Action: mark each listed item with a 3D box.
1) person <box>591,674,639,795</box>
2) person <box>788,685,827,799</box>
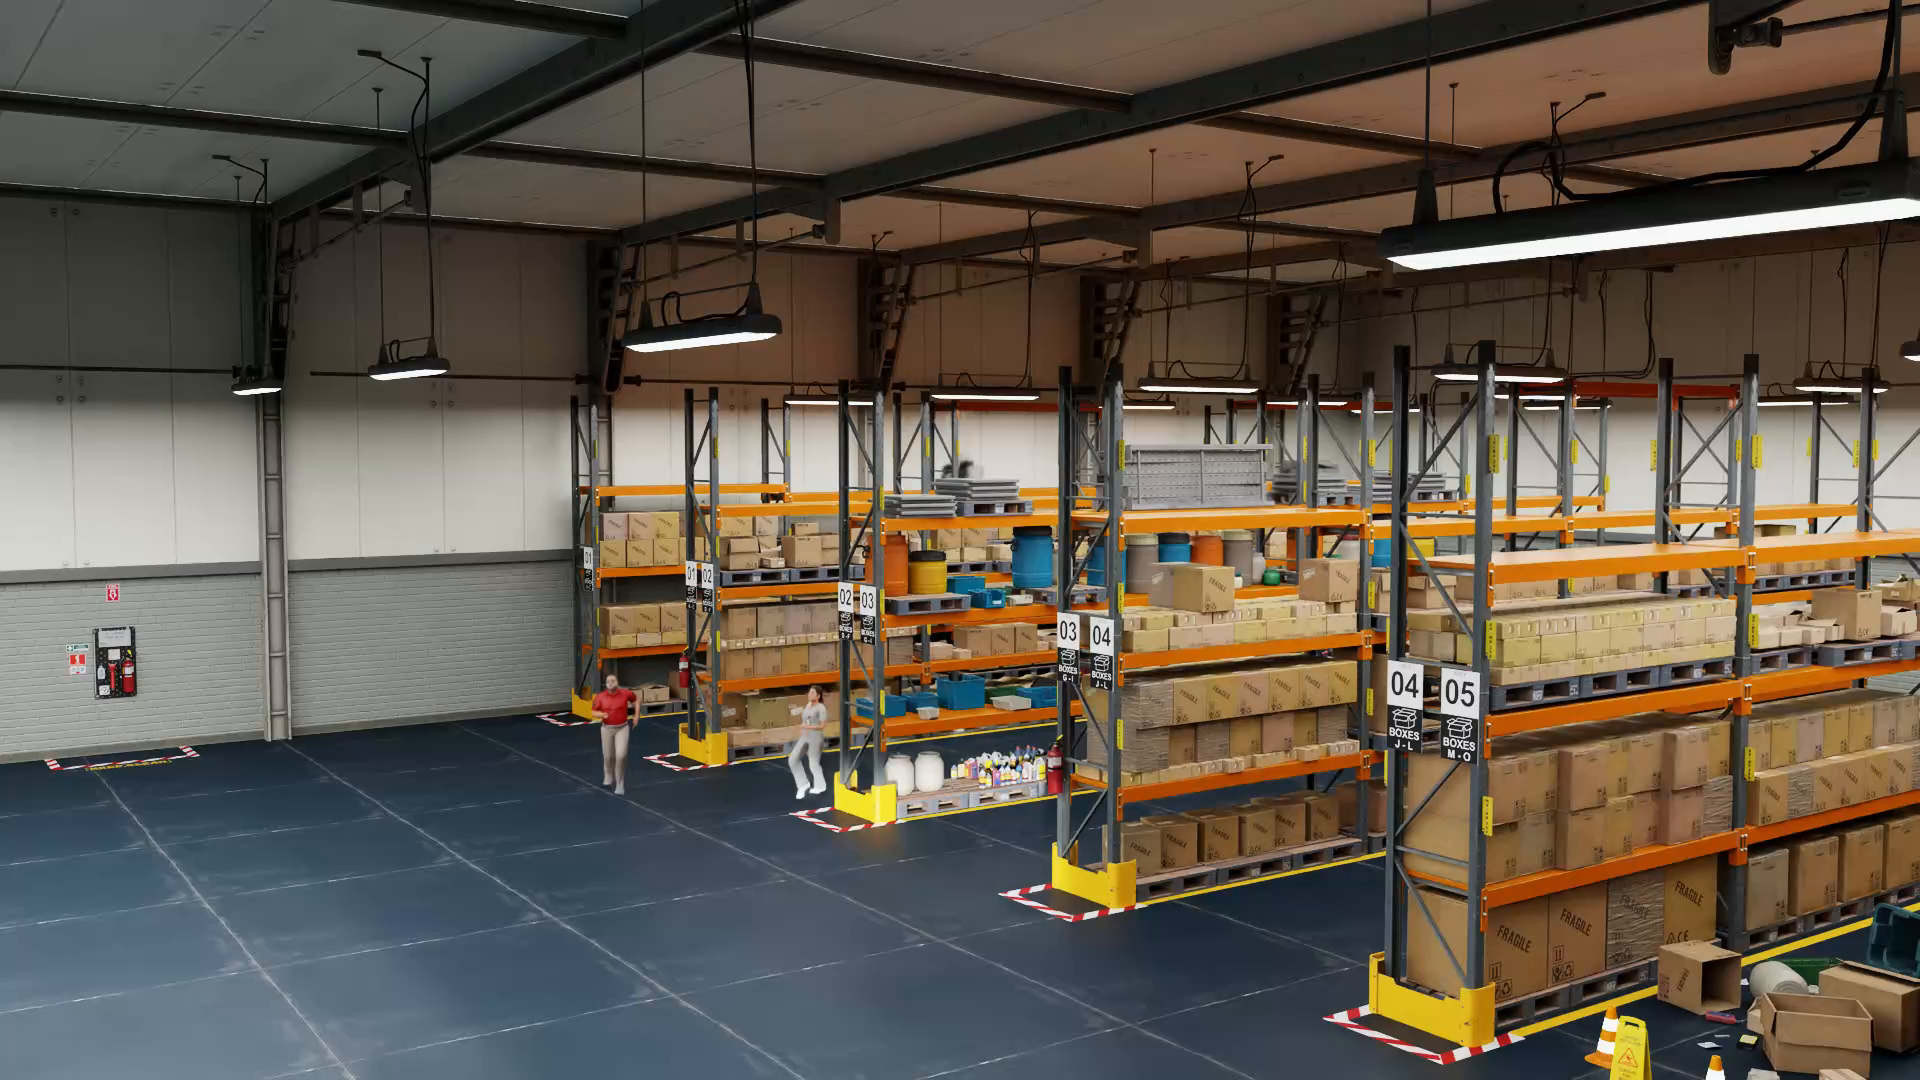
[{"bbox_3d":[-5.064,2.845,24.437,0.672,1.779,0.914,0,3,-5],"label":"person"},{"bbox_3d":[-2.110,2.912,23.935,0.551,1.647,0.676,3,4,37],"label":"person"}]
